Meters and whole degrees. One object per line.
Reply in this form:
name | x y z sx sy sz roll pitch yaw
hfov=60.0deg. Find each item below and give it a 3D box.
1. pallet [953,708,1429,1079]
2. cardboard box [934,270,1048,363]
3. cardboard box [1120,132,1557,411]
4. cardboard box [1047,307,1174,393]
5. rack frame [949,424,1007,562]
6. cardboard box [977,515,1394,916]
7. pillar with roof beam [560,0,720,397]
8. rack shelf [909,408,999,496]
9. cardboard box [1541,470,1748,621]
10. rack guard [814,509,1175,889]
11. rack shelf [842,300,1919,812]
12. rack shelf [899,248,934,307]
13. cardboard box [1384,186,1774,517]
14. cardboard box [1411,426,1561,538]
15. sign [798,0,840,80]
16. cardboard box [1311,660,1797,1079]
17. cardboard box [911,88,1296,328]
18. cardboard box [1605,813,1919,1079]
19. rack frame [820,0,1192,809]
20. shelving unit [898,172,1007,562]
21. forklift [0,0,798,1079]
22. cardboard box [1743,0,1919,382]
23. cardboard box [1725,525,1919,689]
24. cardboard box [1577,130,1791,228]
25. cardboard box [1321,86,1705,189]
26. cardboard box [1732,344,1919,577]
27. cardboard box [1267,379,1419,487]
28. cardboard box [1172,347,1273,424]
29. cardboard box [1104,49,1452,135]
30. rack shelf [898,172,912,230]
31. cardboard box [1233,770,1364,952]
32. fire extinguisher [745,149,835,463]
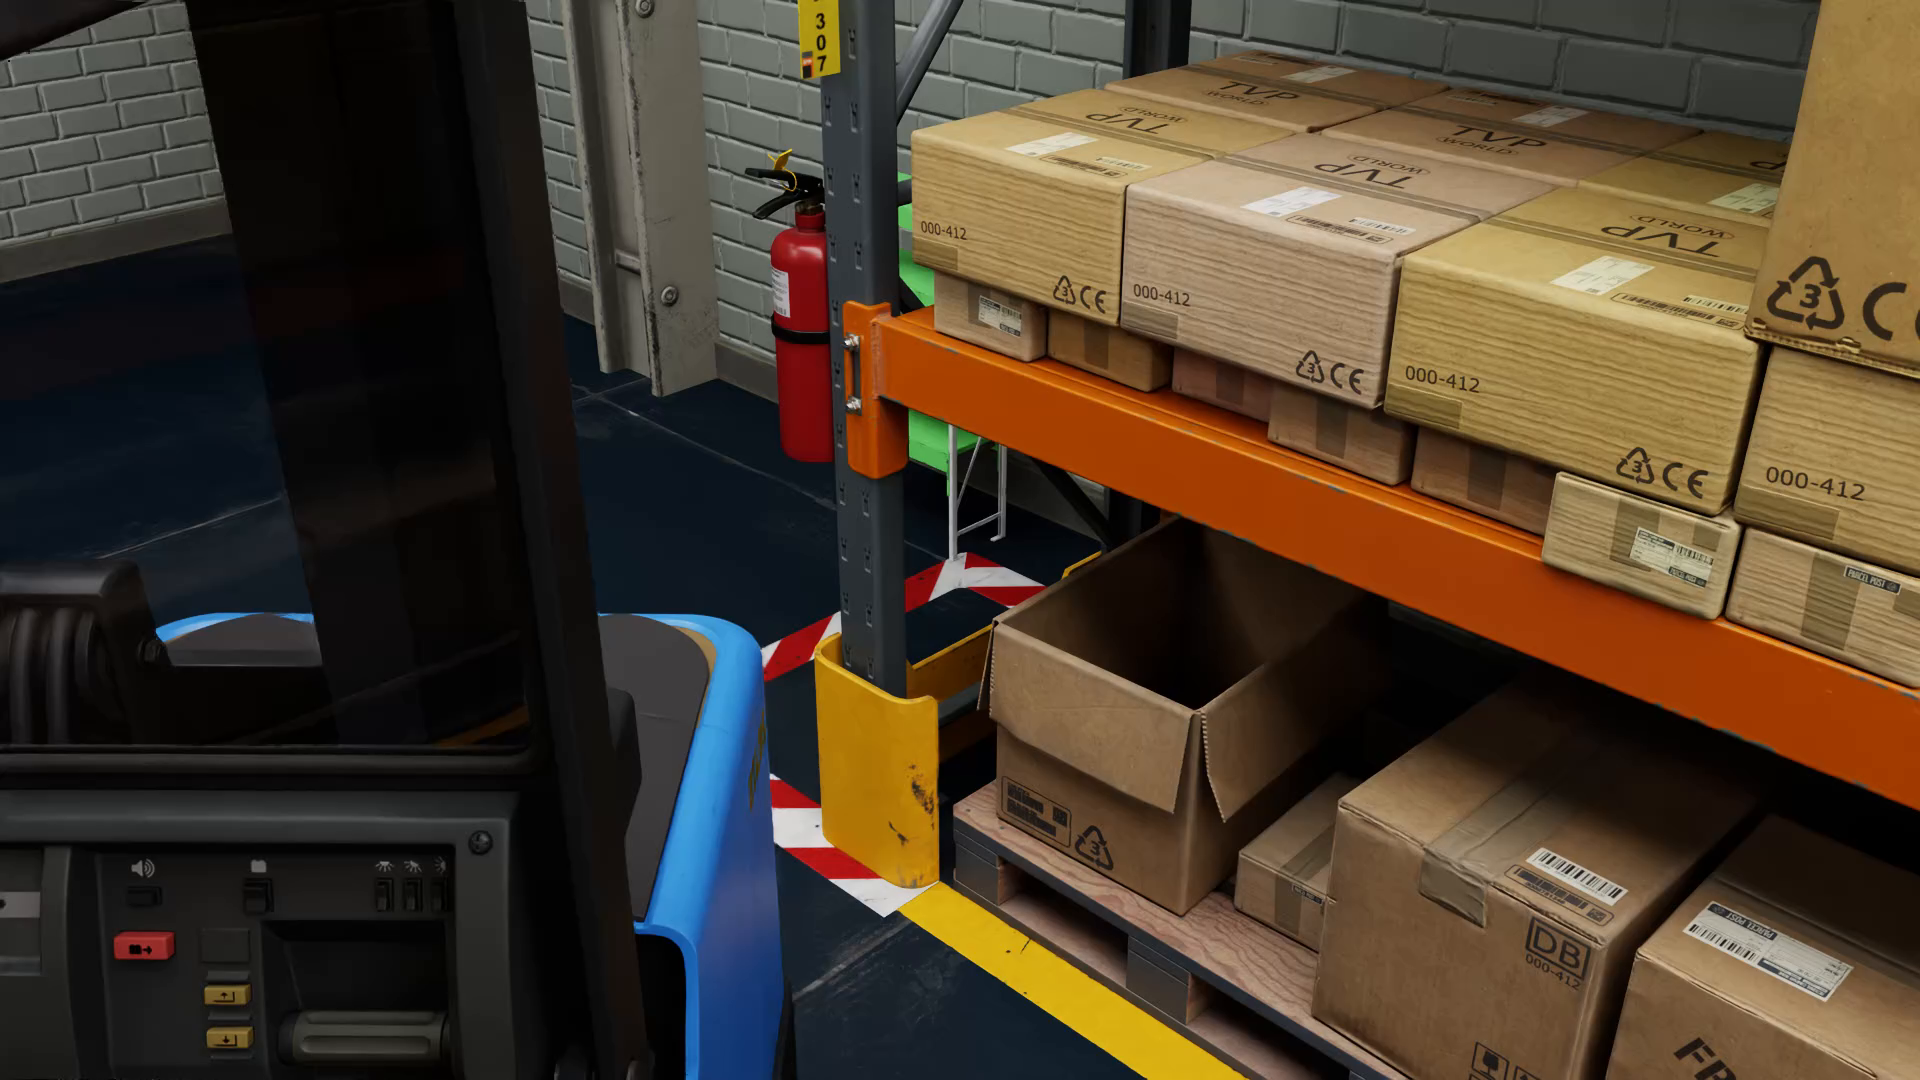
pallet | 0.749 0.717 3.660 1.213 0.211 1.003 25 36 38
cardboard box | 0.167 -0.493 3.234 0.250 0.149 0.380 24 36 38
cardboard box | 0.620 -0.466 2.754 0.500 0.250 0.500 -25 37 -39
cardboard box | 0.381 -0.425 3.105 0.380 0.149 0.250 -24 36 -38
rack frame | 0.056 -0.506 4.922 0.015 1.200 0.240 25 36 38
cardboard box | 0.495 0.348 3.597 0.637 0.503 0.797 23 35 37
pillar with roof beam | -4.184 -3.208 1.681 0.400 9.000 9.100 25 36 38
rack shelf | -0.118 -0.316 5.215 0.480 0.148 0.258 25 36 38
cardboard box | 1.051 -0.056 2.403 0.250 0.149 0.380 23 36 37
rack guard | 0.179 0.329 4.087 0.348 0.500 1.175 25 36 38
rack shelf | 1.551 0.169 2.479 4.000 0.370 1.077 25 36 38
rack shelf | -0.118 -0.741 4.992 0.480 0.148 0.258 25 36 38
cardboard box | 0.983 -0.301 2.442 0.500 0.250 0.500 24 36 37
cardboard box | 0.924 -0.163 2.607 0.380 0.149 0.250 -25 36 -38
sign | -0.255 -1.005 3.009 0.005 0.325 0.100 25 36 38
cardboard box | 1.077 0.641 3.042 0.700 0.500 0.500 -24 36 -37
cardboard box | 0.260 -0.630 3.067 0.500 0.250 0.500 25 37 39
cardboard box | 1.384 0.847 2.651 0.500 0.500 0.500 -24 36 -38
rack frame | 0.125 -0.802 3.553 0.127 3.000 1.000 25 36 38
shelving unit | -0.118 -0.585 5.074 0.503 1.200 0.258 25 36 38
forklift | -0.842 0.455 1.235 1.130 2.935 3.031 0 28 0
cardboard box | 1.330 -0.473 1.962 0.500 0.500 0.500 -24 36 -38
cardboard box | 1.253 0.023 2.253 0.380 0.149 0.250 -24 36 -38
cardboard box | 1.356 -0.474 2.769 0.500 0.250 0.500 -24 36 -38
cardboard box | 1.006 -0.637 3.080 0.500 0.250 0.500 25 36 39
cardboard box | 1.363 -0.142 2.138 0.500 0.250 0.500 23 36 37
cardboard box | 0.730 -0.248 2.769 0.380 0.149 0.250 -24 36 -38
cardboard box | 0.593 -0.351 2.964 0.250 0.149 0.380 24 36 38
cardboard box | 0.639 -0.805 3.400 0.500 0.250 0.500 -24 36 -38
rack shelf | -0.118 -0.953 4.880 0.480 0.148 0.258 25 36 38
cardboard box | 0.771 0.656 3.391 0.250 0.149 0.380 23 35 37
fire extinguisher | -0.304 -0.498 3.457 0.183 0.674 0.296 25 36 38
